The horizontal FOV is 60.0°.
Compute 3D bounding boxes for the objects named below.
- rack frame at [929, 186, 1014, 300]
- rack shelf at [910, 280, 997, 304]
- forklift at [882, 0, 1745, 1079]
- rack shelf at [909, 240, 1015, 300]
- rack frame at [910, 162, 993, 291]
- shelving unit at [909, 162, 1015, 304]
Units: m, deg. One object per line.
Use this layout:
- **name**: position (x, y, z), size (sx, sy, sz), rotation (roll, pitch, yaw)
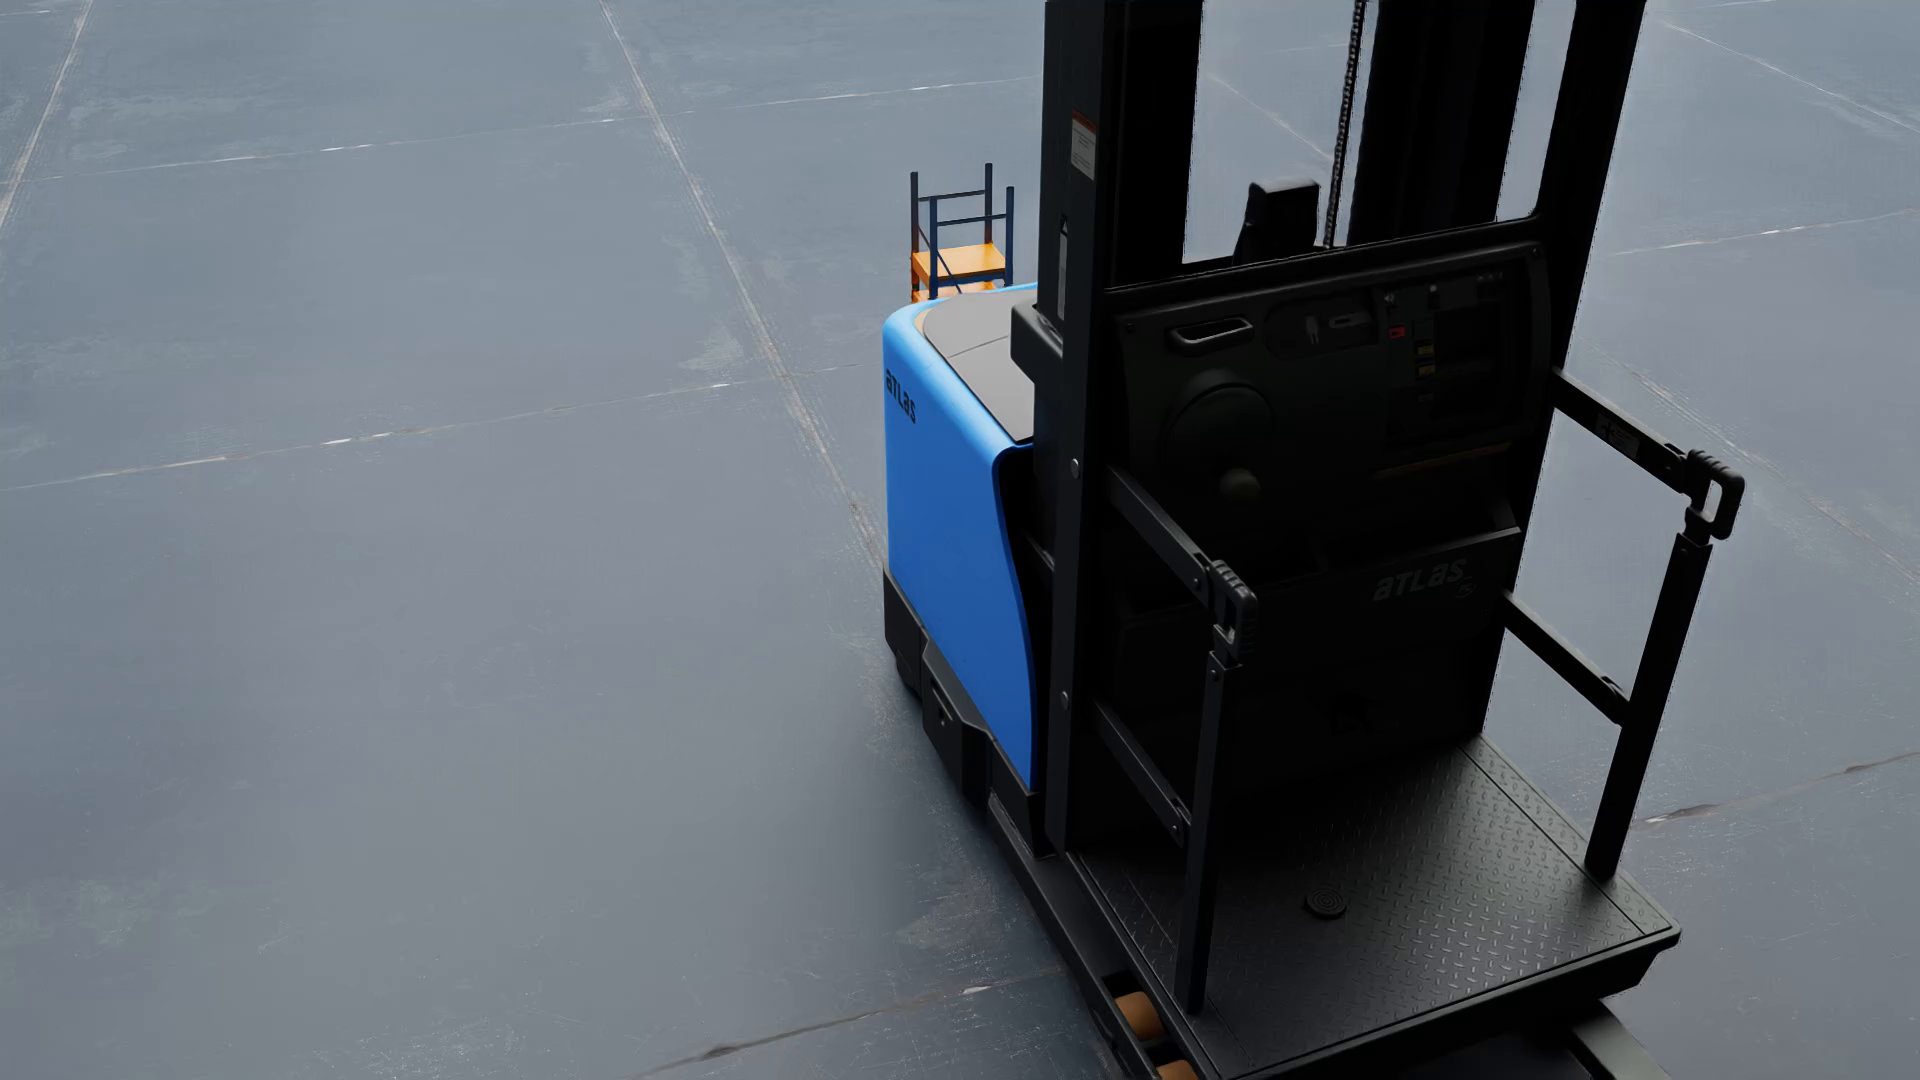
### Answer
- **rack frame**: position (0.032, -0.445, 4.835), size (0.240, 1.200, 0.006), rotation (-10, 35, -15)
- **rack shelf**: position (0.004, -0.656, 4.800), size (0.258, 0.103, 0.180), rotation (-10, 35, -15)
- **forklift**: position (0.803, -0.260, 2.984), size (1.130, 2.935, 3.031), rotation (-12, 35, -18)
- **rack shelf**: position (0.004, -0.756, 4.734), size (0.258, 0.103, 0.180), rotation (-10, 35, -15)
- **rack frame**: position (-0.023, -0.541, 4.980), size (0.240, 1.200, 0.006), rotation (-10, 35, -15)
- **shelving unit**: position (0.004, -0.493, 4.908), size (0.258, 1.200, 0.189), rotation (-10, 35, -15)
